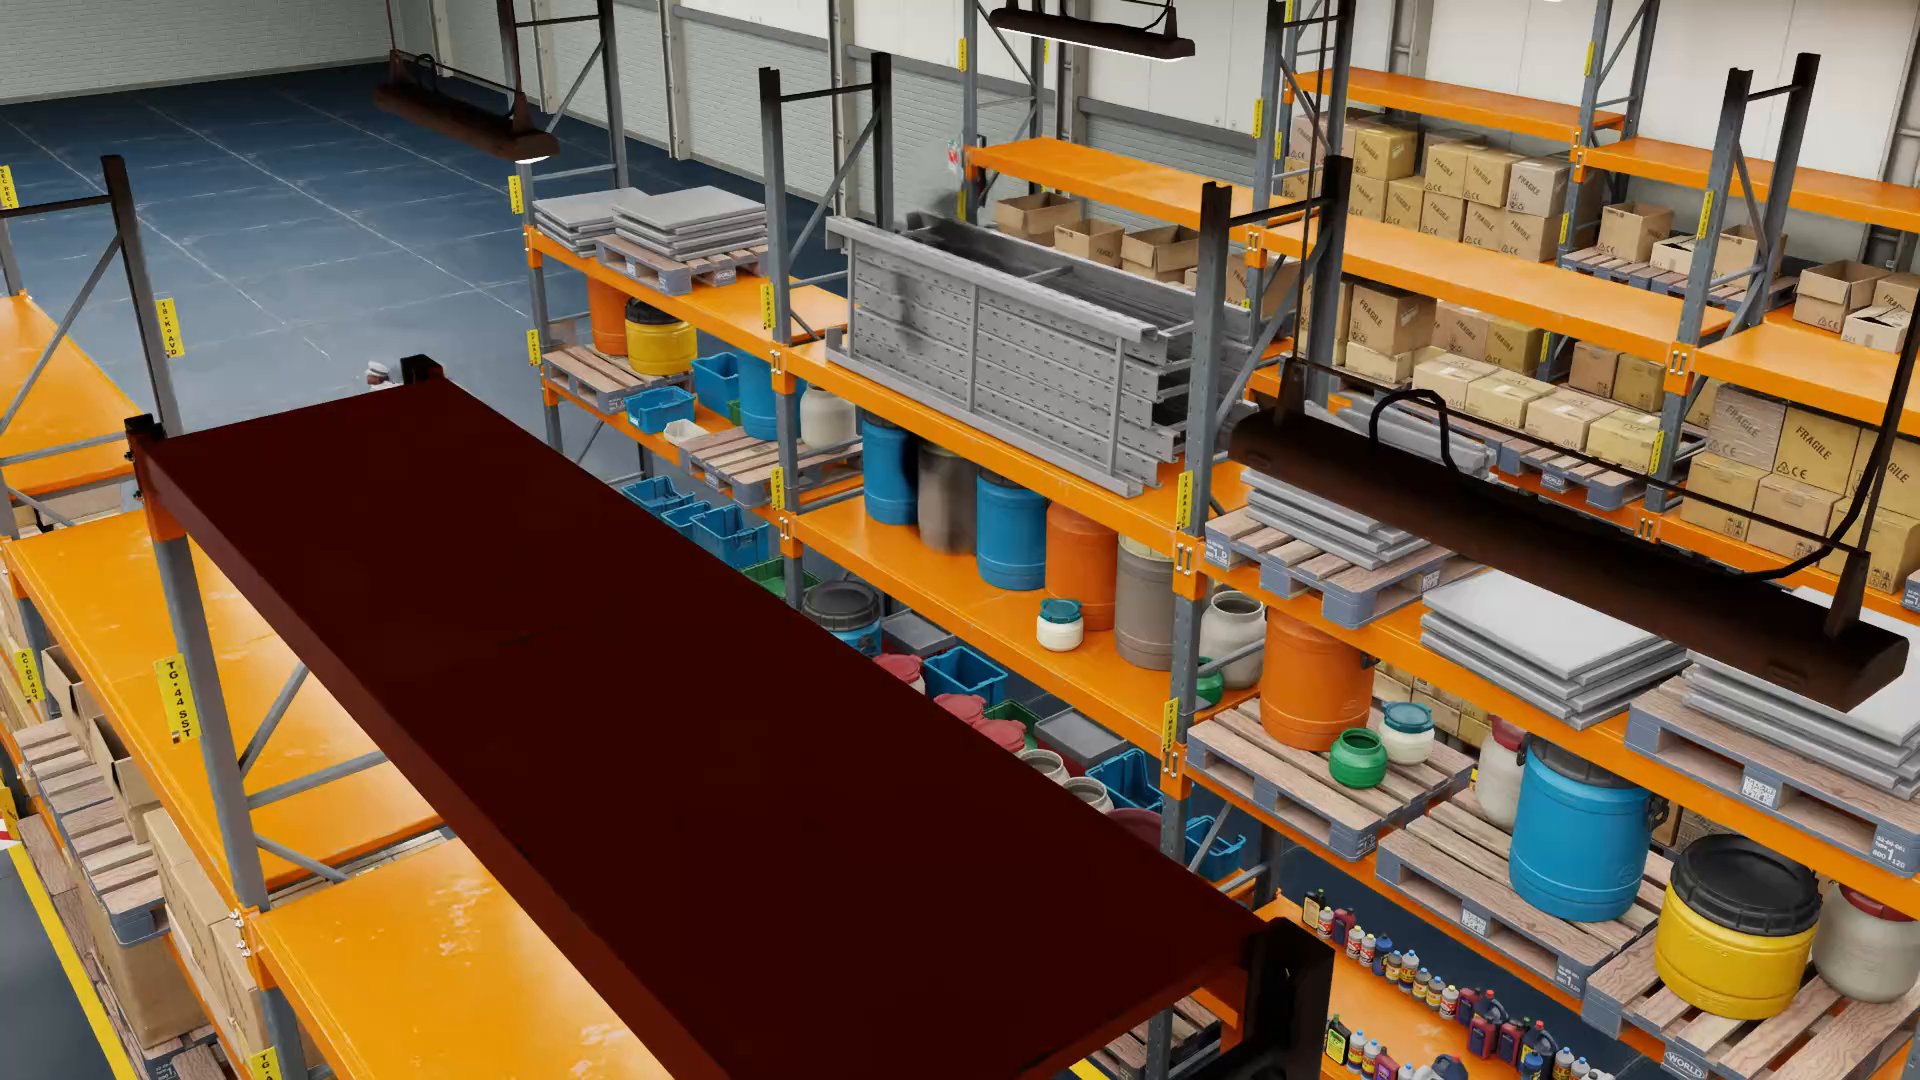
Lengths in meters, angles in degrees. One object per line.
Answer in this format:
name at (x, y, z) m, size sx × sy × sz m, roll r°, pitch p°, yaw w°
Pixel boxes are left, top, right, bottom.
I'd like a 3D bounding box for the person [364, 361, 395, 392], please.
person at (-6.487, -1.222, 18.796) m, size 0.941 × 1.684 × 0.574 m, roll -7°, pitch 27°, yaw -14°
